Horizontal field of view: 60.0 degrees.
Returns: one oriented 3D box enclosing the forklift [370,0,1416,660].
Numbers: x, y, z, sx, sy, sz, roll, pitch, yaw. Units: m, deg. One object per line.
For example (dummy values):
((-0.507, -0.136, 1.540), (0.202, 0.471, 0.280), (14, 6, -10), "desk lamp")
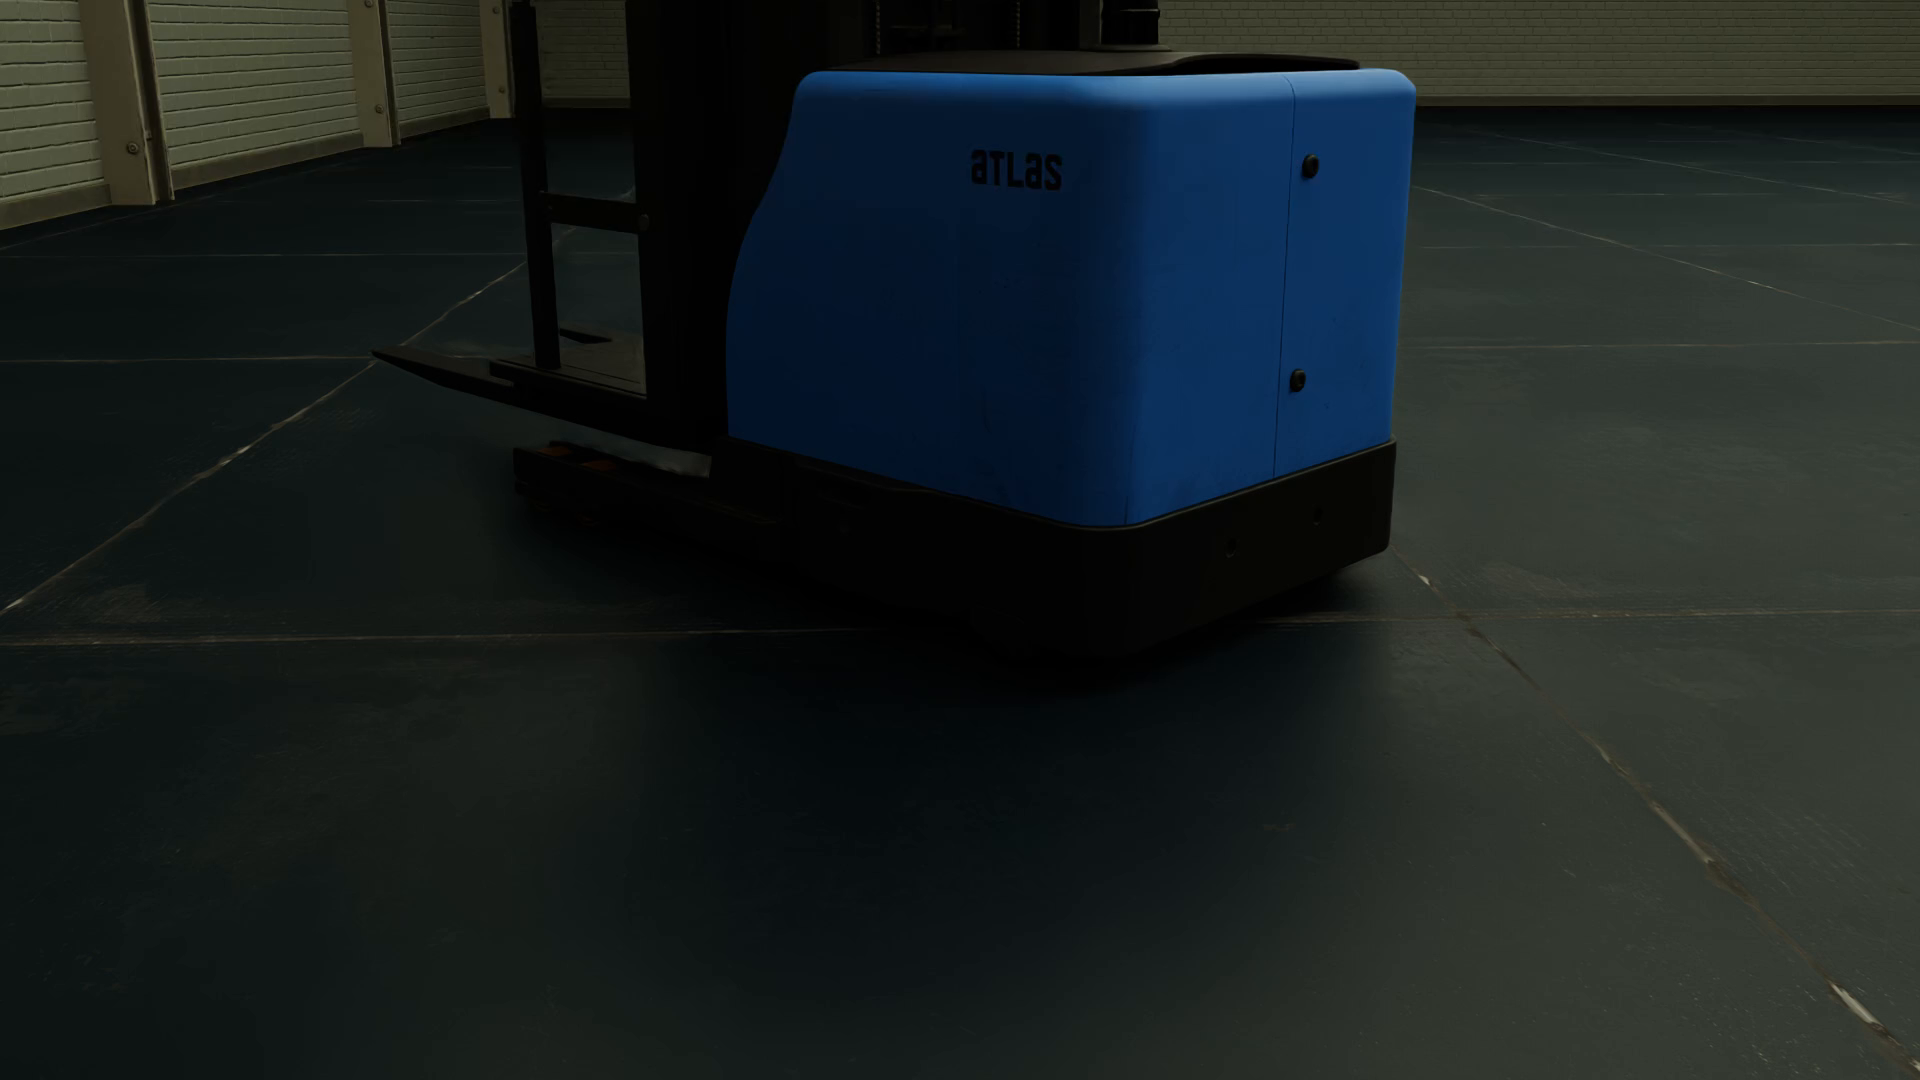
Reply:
((-0.470, -1.527, 3.899), (3.031, 2.935, 1.130), (16, 23, 42), "forklift")
